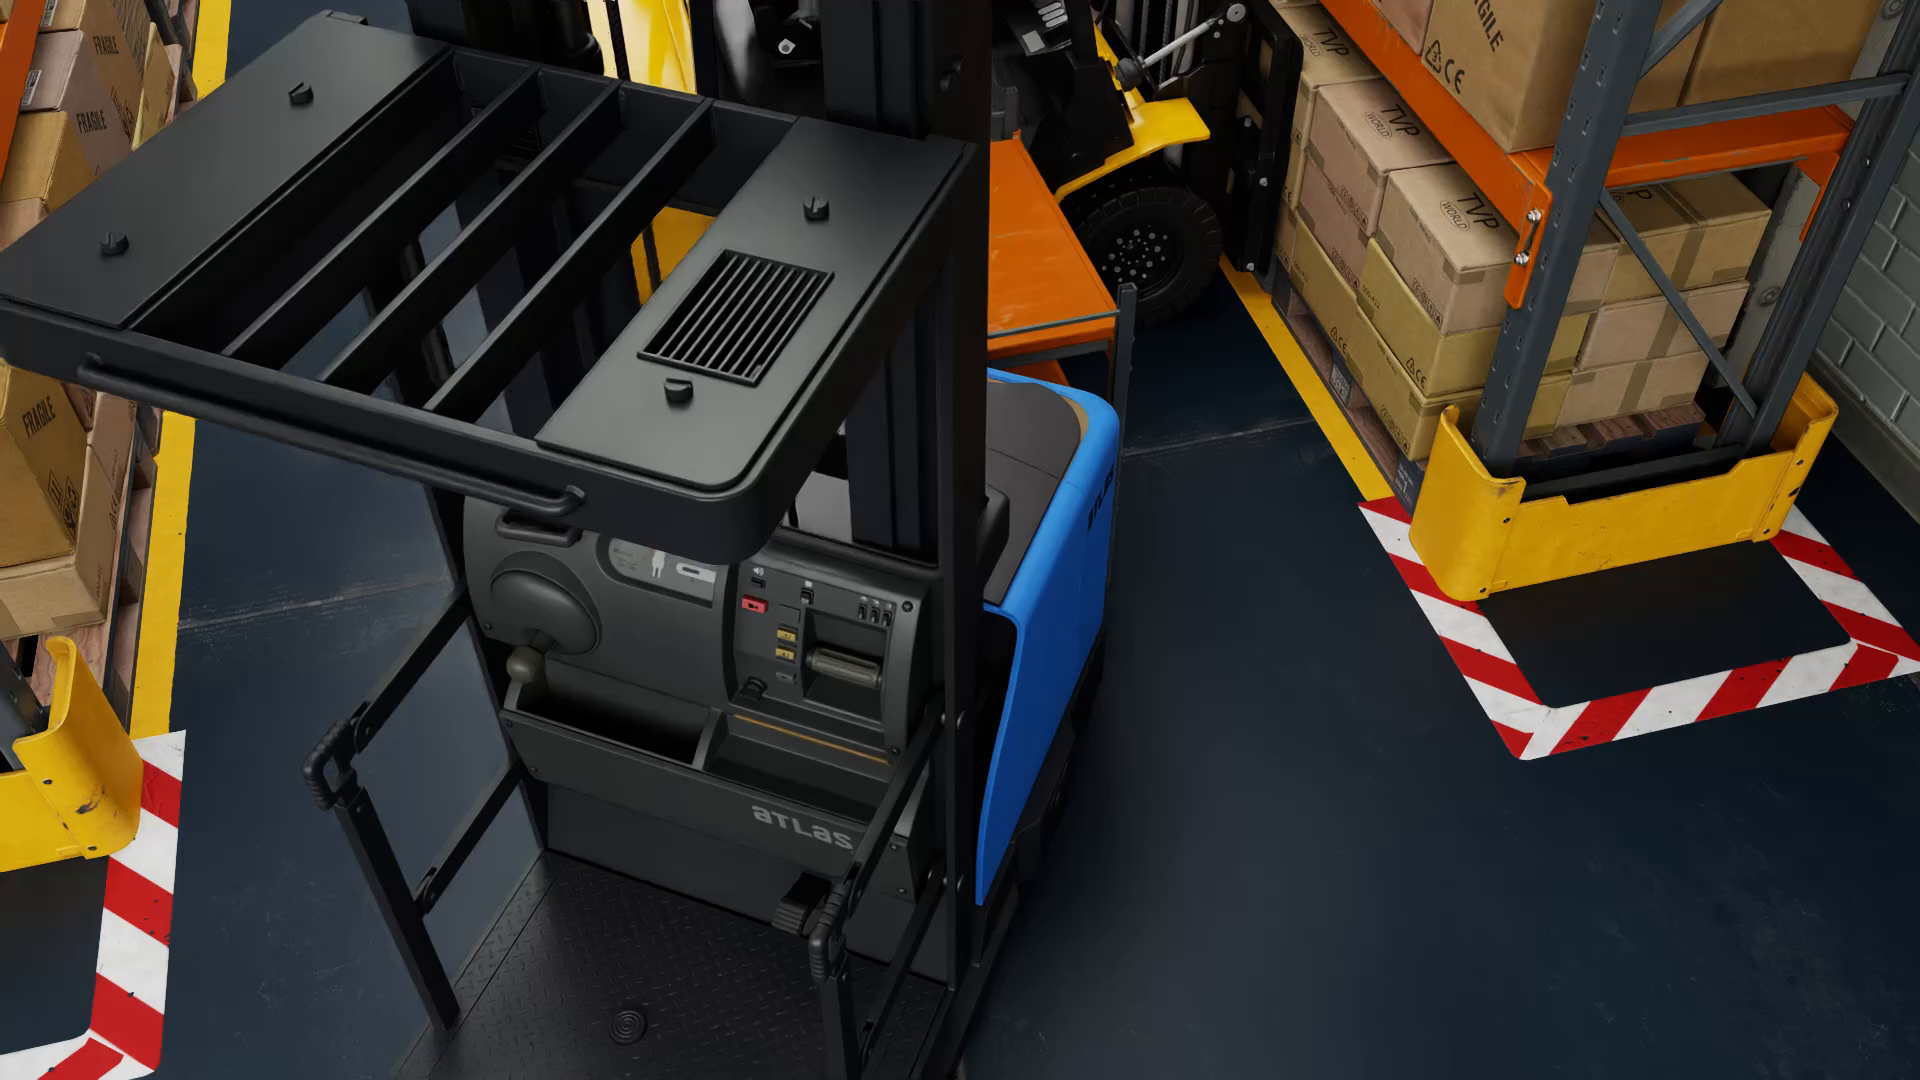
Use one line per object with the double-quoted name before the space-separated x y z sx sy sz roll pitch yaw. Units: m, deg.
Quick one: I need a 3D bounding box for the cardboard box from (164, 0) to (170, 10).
"cardboard box" -3.952 -2.535 7.180 0.950 0.372 0.625 -10 46 -10

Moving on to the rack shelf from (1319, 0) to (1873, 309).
"rack shelf" 1.494 -2.223 5.832 1.077 0.370 4.000 -11 47 -10

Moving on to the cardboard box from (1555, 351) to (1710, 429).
"cardboard box" 2.070 -0.654 5.422 0.500 0.250 0.500 -11 47 -10

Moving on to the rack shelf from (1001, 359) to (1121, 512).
"rack shelf" 0.075 -0.395 5.192 0.538 0.278 1.000 -12 47 -11

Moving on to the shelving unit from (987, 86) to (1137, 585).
"shelving unit" 0.075 -0.566 5.018 0.538 1.125 1.048 -12 47 -11

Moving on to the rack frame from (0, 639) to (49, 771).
"rack frame" -2.791 -0.184 3.330 1.000 3.000 0.127 -11 47 -10

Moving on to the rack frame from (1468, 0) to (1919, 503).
"rack frame" 2.006 -1.094 4.222 1.000 3.000 0.127 -11 47 -10

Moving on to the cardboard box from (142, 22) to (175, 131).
"cardboard box" -3.404 -1.771 6.517 0.500 0.250 0.500 -9 46 -9

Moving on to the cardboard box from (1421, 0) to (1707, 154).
"cardboard box" 1.626 -1.421 4.472 0.500 0.500 0.500 -12 47 -11

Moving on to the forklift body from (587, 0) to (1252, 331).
"forklift body" -0.243 -1.773 5.482 2.313 2.155 1.214 -11 47 -10

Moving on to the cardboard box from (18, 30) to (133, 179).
"cardboard box" -3.141 -1.331 5.560 0.500 0.500 0.500 -8 46 -8

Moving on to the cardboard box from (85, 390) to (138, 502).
"cardboard box" -2.854 -0.330 5.104 0.500 0.250 0.500 -9 46 -9

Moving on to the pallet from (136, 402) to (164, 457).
"pallet" -3.293 -0.669 5.758 1.003 0.211 1.213 -11 47 -10

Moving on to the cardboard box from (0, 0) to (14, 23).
"cardboard box" -3.037 -1.638 4.931 0.380 0.149 0.250 -10 46 -10

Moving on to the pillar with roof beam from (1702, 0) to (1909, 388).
"pillar with roof beam" -1.462 -3.053 1.941 9.100 9.000 0.400 -11 47 -10

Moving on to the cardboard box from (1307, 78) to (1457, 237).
"cardboard box" 1.450 -1.241 5.297 0.500 0.250 0.500 -10 46 -10

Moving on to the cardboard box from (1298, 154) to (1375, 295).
"cardboard box" 1.462 -1.081 5.490 0.500 0.250 0.500 -11 47 -11

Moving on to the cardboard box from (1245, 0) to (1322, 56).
"cardboard box" 1.189 -1.939 5.981 0.500 0.250 0.500 -12 47 -11

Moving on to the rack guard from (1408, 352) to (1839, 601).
"rack guard" 2.012 -0.203 5.099 1.175 0.500 0.348 -11 47 -10

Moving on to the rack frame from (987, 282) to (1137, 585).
"rack frame" 0.216 -0.218 4.676 0.500 1.125 0.032 -12 47 -11

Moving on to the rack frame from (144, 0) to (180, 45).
"rack frame" -3.815 -2.946 6.037 1.000 3.000 0.127 -11 47 -10

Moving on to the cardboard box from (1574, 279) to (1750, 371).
"cardboard box" 2.087 -0.817 5.231 0.500 0.250 0.500 -10 46 -10

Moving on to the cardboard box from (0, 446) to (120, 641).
"cardboard box" -2.730 0.024 4.758 0.500 0.250 0.500 -11 47 -11

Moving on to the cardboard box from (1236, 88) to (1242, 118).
"cardboard box" 1.184 -1.780 6.175 0.500 0.250 0.500 -11 47 -10

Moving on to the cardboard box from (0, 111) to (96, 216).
"cardboard box" -2.995 -0.963 5.200 0.500 0.500 0.500 -10 46 -10

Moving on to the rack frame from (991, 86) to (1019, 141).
"rack frame" -0.067 -0.915 5.359 0.500 1.125 0.032 -12 47 -11

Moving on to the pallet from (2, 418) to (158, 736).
"pallet" -2.984 0.172 4.934 1.003 0.211 1.213 -11 47 -10

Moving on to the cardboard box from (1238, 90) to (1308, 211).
"cardboard box" 1.309 -1.434 5.836 0.500 0.250 0.500 -12 47 -11

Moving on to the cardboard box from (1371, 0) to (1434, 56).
"cardboard box" 1.503 -1.781 4.825 0.500 0.500 0.500 -9 46 -9

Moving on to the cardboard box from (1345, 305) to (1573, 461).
"cardboard box" 1.581 -0.546 5.316 0.500 0.250 0.500 -10 46 -10

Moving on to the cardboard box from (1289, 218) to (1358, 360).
"cardboard box" 1.462 -0.891 5.654 0.500 0.250 0.500 -11 47 -10

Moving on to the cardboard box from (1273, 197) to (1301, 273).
"cardboard box" 1.343 -1.238 5.994 0.500 0.250 0.500 -10 46 -10

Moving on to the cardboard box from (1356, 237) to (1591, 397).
"cardboard box" 1.579 -0.733 5.149 0.500 0.250 0.500 -11 47 -11

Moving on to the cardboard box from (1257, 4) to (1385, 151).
"cardboard box" 1.312 -1.588 5.637 0.500 0.250 0.500 -10 46 -10

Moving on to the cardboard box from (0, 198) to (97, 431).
"cardboard box" -2.875 -0.615 4.859 0.500 0.500 0.500 -12 47 -12

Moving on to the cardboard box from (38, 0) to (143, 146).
"cardboard box" -3.272 -1.683 5.905 0.500 0.500 0.500 -10 46 -10

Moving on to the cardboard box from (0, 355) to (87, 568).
"cardboard box" -2.737 -0.255 4.506 0.500 0.500 0.500 -12 47 -12

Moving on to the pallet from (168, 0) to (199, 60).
"pallet" -4.016 -2.507 7.559 1.003 0.211 1.213 -11 47 -10

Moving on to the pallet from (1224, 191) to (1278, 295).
"pallet" 1.461 -1.479 6.552 1.003 0.211 1.213 -11 47 -10

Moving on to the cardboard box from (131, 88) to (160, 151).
"cardboard box" -3.258 -1.406 6.158 0.500 0.250 0.500 -12 47 -11

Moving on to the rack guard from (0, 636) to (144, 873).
"rack guard" -2.811 0.638 4.274 1.175 0.500 0.348 -11 47 -10

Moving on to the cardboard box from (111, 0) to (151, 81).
"cardboard box" -3.404 -2.033 6.249 0.500 0.500 0.500 -11 47 -11

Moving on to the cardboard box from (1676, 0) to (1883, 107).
"cardboard box" 2.148 -1.522 4.571 0.500 0.500 0.500 -9 46 -9

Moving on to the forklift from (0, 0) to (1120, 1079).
"forklift" -0.587 0.238 2.964 1.130 2.935 3.031 15 47 14

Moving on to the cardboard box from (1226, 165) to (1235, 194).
"cardboard box" 1.188 -1.592 6.341 0.500 0.250 0.500 -9 46 -9

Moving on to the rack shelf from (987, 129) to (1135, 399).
"rack shelf" 0.075 -0.771 4.808 0.538 0.278 1.000 -12 47 -11

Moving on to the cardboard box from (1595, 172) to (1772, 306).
"cardboard box" 2.066 -0.995 5.056 0.500 0.250 0.500 -11 47 -11

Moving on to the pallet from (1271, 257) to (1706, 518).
"pallet" 1.770 -0.639 5.728 1.003 0.211 1.213 -11 47 -10

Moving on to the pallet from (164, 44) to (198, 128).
"pallet" -3.609 -1.513 6.585 1.003 0.211 1.213 -11 47 -10

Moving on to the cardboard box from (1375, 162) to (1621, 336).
"cardboard box" 1.587 -0.890 4.953 0.500 0.250 0.500 -9 46 -9

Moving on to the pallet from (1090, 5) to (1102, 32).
"pallet" 1.145 -2.323 7.379 1.003 0.211 1.213 -11 47 -10
